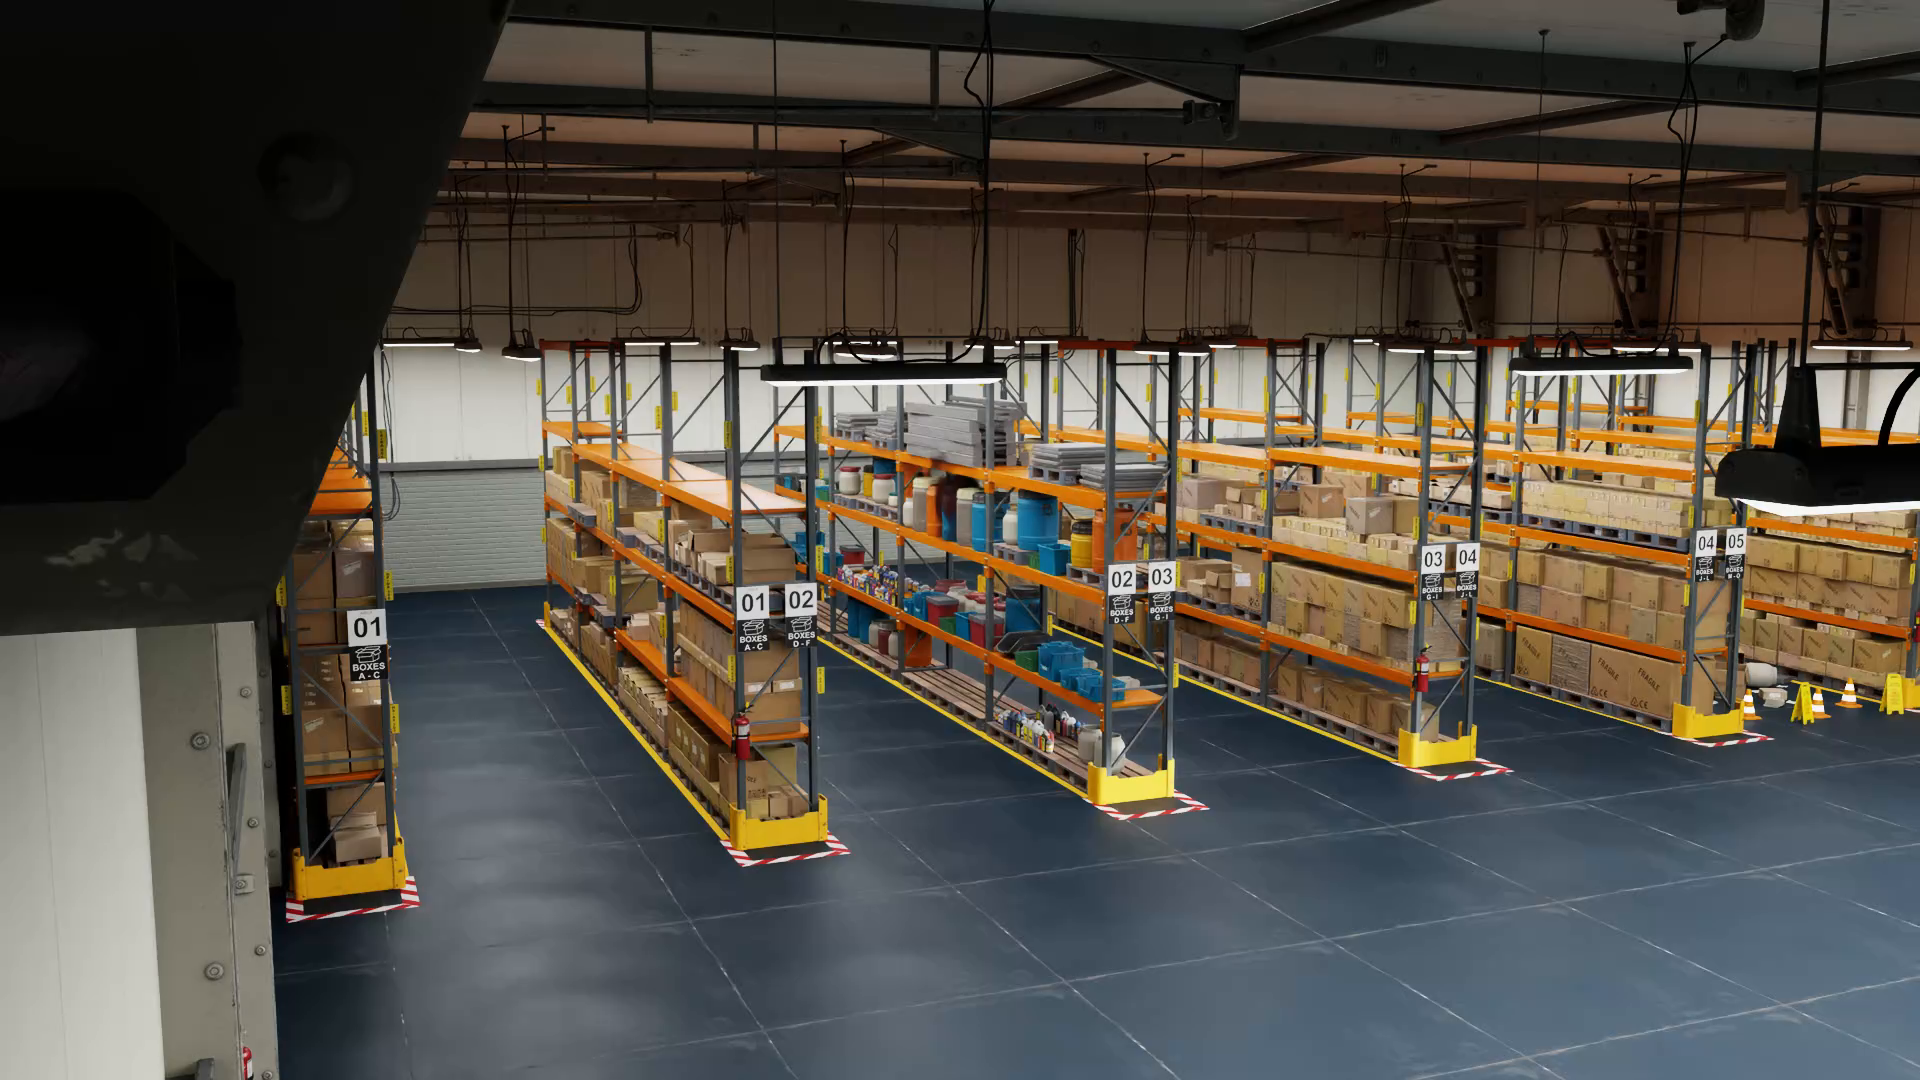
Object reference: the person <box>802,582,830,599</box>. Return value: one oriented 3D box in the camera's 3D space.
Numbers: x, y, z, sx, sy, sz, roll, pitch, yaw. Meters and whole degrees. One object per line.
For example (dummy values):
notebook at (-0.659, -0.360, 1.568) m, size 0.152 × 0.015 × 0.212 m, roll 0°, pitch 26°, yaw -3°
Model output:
person at (-3.364, 0.566, 38.331) m, size 0.806 × 1.550 × 0.518 m, roll 4°, pitch 8°, yaw 26°
